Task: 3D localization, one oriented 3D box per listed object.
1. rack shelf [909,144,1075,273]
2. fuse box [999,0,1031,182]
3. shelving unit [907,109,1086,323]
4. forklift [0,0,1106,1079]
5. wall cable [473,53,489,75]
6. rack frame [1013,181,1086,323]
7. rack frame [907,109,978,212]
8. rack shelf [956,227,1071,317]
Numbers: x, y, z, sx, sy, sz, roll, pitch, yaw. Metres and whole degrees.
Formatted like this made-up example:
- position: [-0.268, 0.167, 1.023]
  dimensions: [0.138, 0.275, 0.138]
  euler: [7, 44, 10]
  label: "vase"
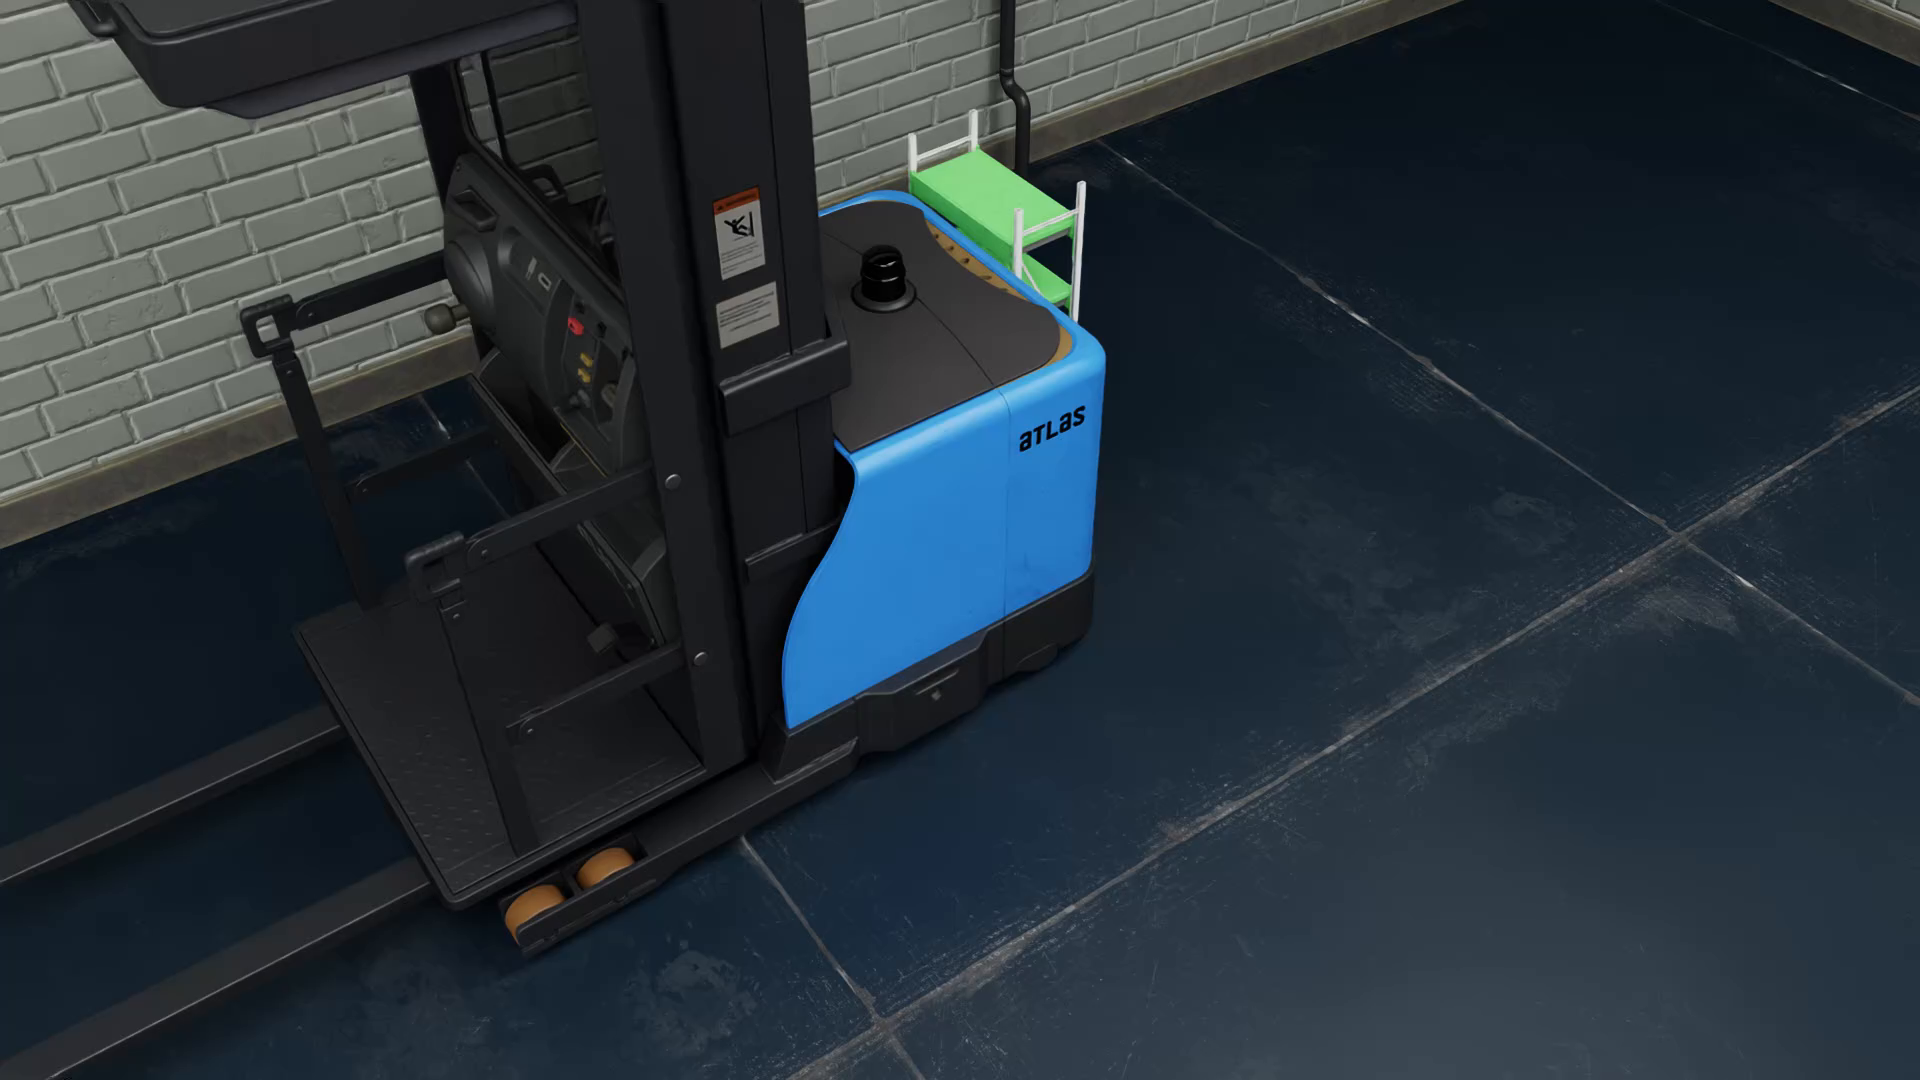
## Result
- position: [0.097, -0.929, 4.752]
  dimensions: [0.258, 0.148, 0.480]
  euler: [-27, 50, -26]
  label: "rack shelf"
- position: [0.285, -2.027, 6.134]
  dimensions: [0.539, 1.711, 0.414]
  euler: [-26, 49, -24]
  label: "fuse box"
- position: [0.097, -0.628, 5.039]
  dimensions: [0.258, 1.200, 0.503]
  euler: [-27, 50, -26]
  label: "shelving unit"
- position: [-1.107, -0.451, 3.600]
  dimensions: [3.031, 2.935, 1.130]
  euler: [-26, 50, -25]
  label: "forklift"
- position: [-1.521, -2.124, 4.545]
  dimensions: [0.585, 1.953, 0.123]
  euler: [-26, 49, -24]
  label: "wall cable"
- position: [0.244, -0.493, 4.898]
  dimensions: [0.240, 1.200, 0.015]
  euler: [-27, 50, -26]
  label: "rack frame"
- position: [-0.049, -0.763, 5.180]
  dimensions: [0.240, 1.200, 0.015]
  euler: [-27, 50, -26]
  label: "rack frame"
- position: [0.097, -0.755, 4.917]
  dimensions: [0.258, 0.148, 0.480]
  euler: [-27, 50, -26]
  label: "rack shelf"
